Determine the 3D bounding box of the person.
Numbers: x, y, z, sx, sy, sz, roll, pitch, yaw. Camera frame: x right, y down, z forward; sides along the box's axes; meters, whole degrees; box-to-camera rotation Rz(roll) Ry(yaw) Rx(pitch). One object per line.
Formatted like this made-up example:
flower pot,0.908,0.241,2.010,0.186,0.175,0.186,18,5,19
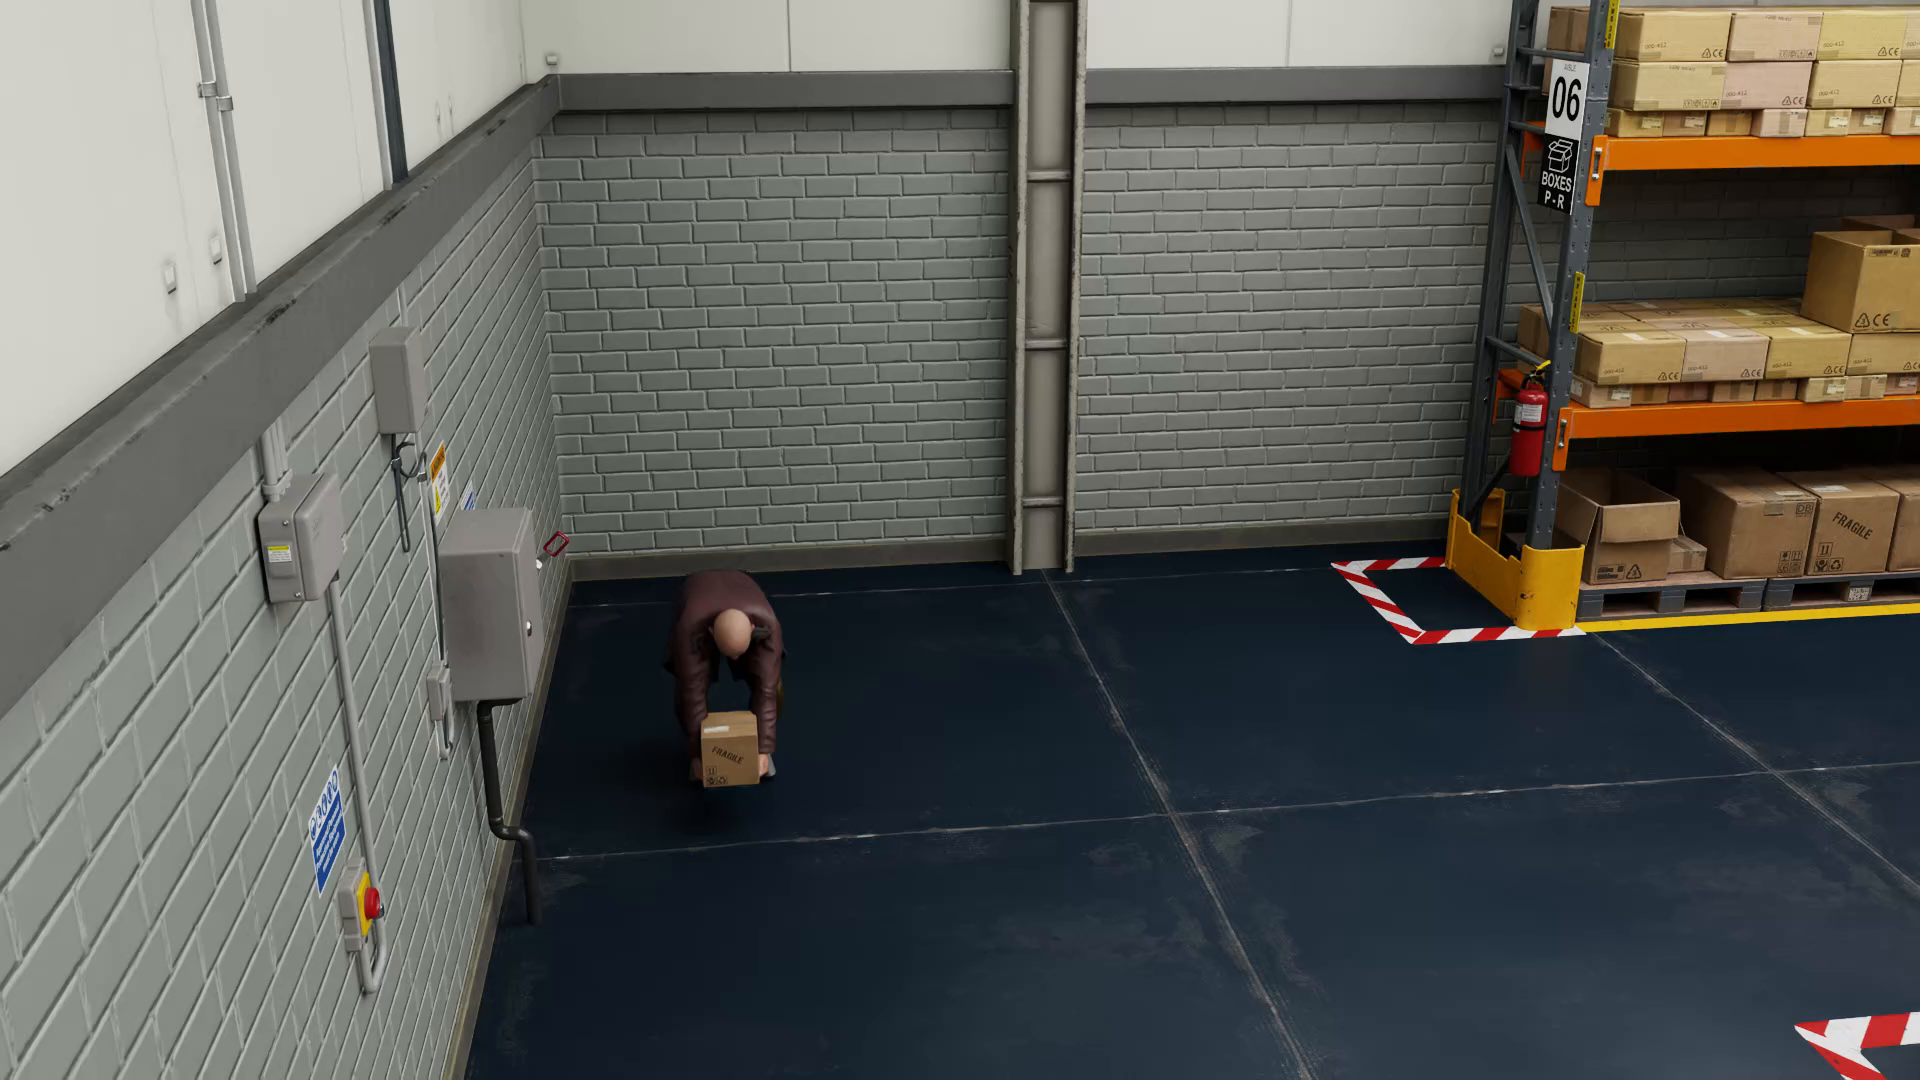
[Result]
person,-1.089,0.678,7.787,0.593,1.044,0.943,-4,20,-10
